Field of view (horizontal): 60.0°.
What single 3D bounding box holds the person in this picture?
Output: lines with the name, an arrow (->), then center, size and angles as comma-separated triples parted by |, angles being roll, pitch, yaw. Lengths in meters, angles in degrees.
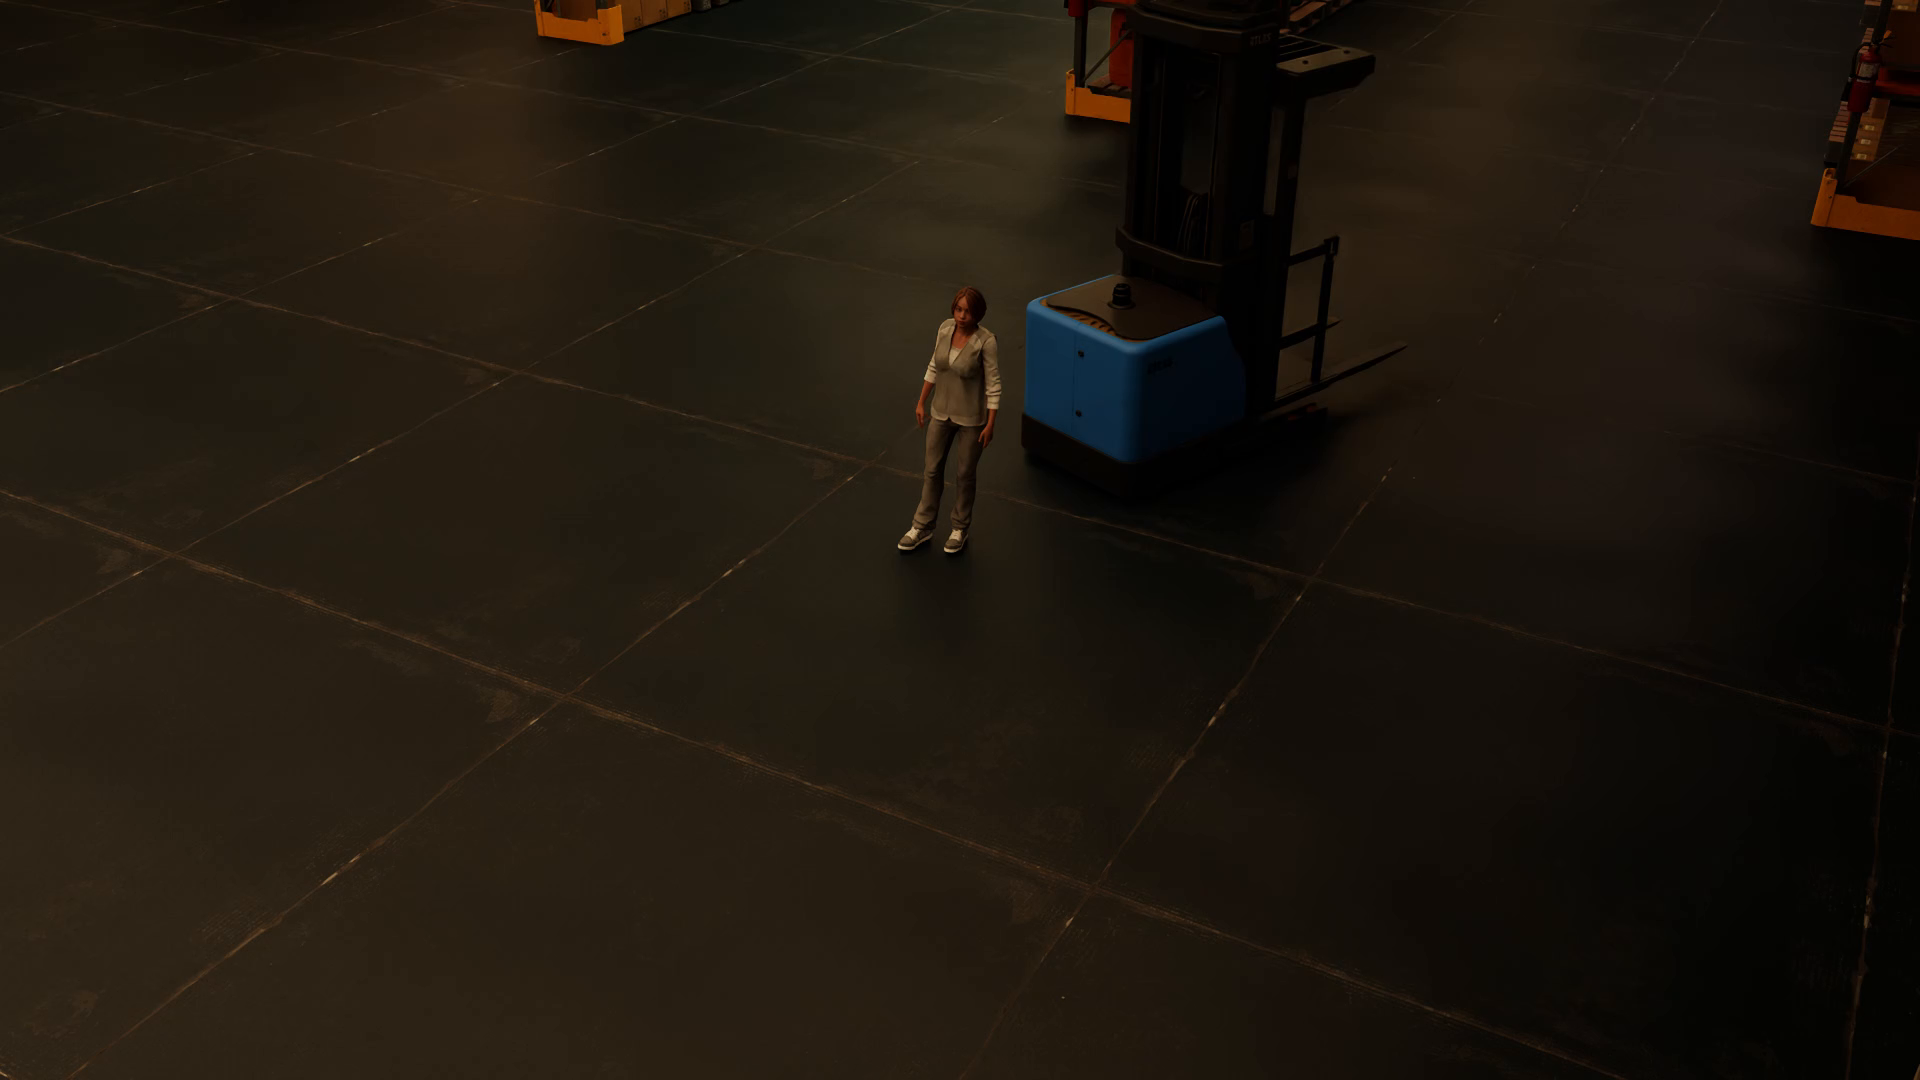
person -> -0.048, -0.668, 9.551 | 0.519, 1.594, 0.474 | 15, 33, 25

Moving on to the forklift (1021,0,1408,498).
forklift -> 1.858, -2.131, 10.763 | 3.031, 2.935, 1.130 | -23, 37, -34
